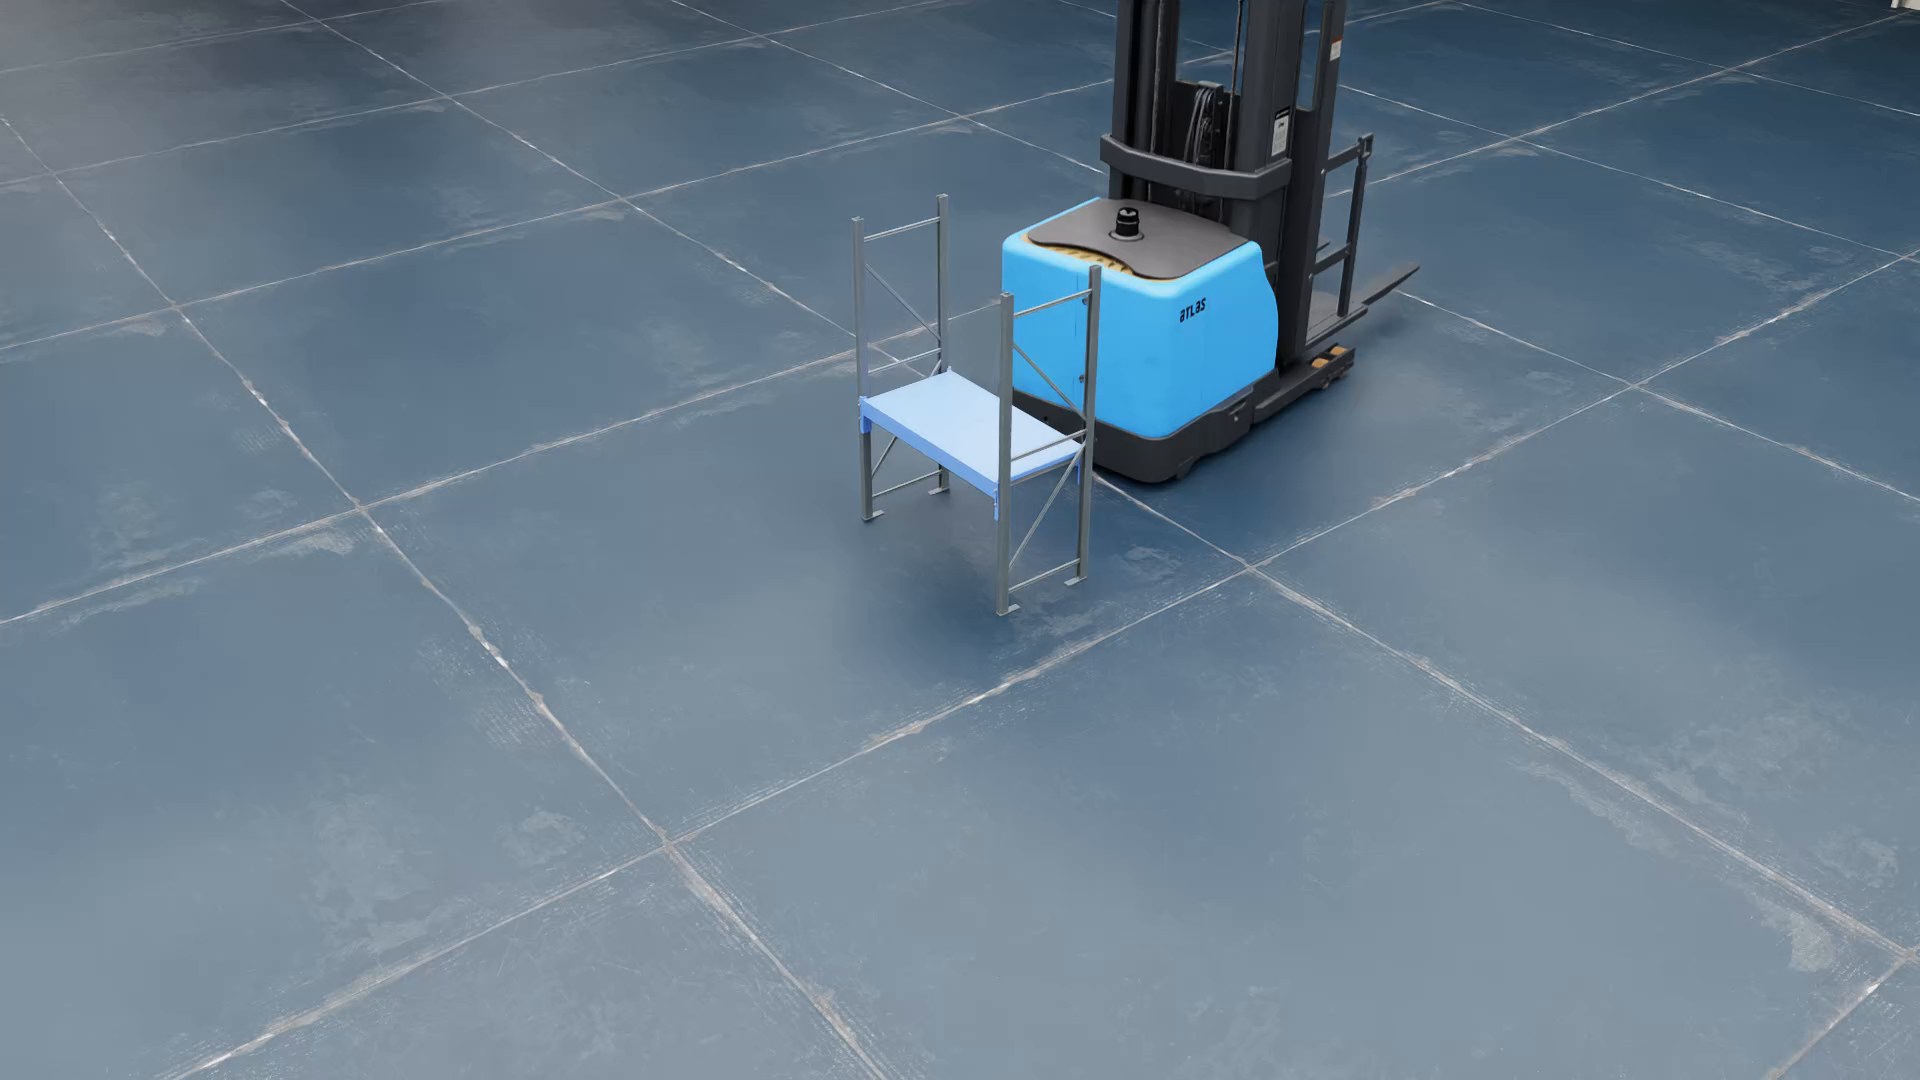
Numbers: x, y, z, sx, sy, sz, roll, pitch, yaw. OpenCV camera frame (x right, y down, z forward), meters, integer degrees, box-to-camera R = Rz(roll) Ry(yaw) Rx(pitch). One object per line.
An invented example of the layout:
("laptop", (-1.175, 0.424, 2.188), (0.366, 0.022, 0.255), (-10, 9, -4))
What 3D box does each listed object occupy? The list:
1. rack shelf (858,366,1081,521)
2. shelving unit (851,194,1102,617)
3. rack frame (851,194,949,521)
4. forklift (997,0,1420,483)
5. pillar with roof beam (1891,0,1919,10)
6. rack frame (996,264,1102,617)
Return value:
("rack shelf", (0.052, -0.449, 7.392), (0.538, 0.185, 1.000), (-22, 38, -31))
("shelving unit", (0.052, -0.602, 7.297), (0.538, 1.500, 1.048), (-22, 38, -31))
("rack frame", (-0.259, -0.813, 7.638), (0.500, 1.500, 0.032), (-22, 38, -31))
("forklift", (1.531, -2.224, 8.553), (1.130, 2.935, 3.031), (24, 39, 34))
("pillar with roof beam", (5.810, -7.539, 11.359), (9.100, 9.000, 0.400), (-22, 38, -31))
("rack frame", (0.364, -0.390, 6.956), (0.500, 1.500, 0.032), (-22, 38, -31))
